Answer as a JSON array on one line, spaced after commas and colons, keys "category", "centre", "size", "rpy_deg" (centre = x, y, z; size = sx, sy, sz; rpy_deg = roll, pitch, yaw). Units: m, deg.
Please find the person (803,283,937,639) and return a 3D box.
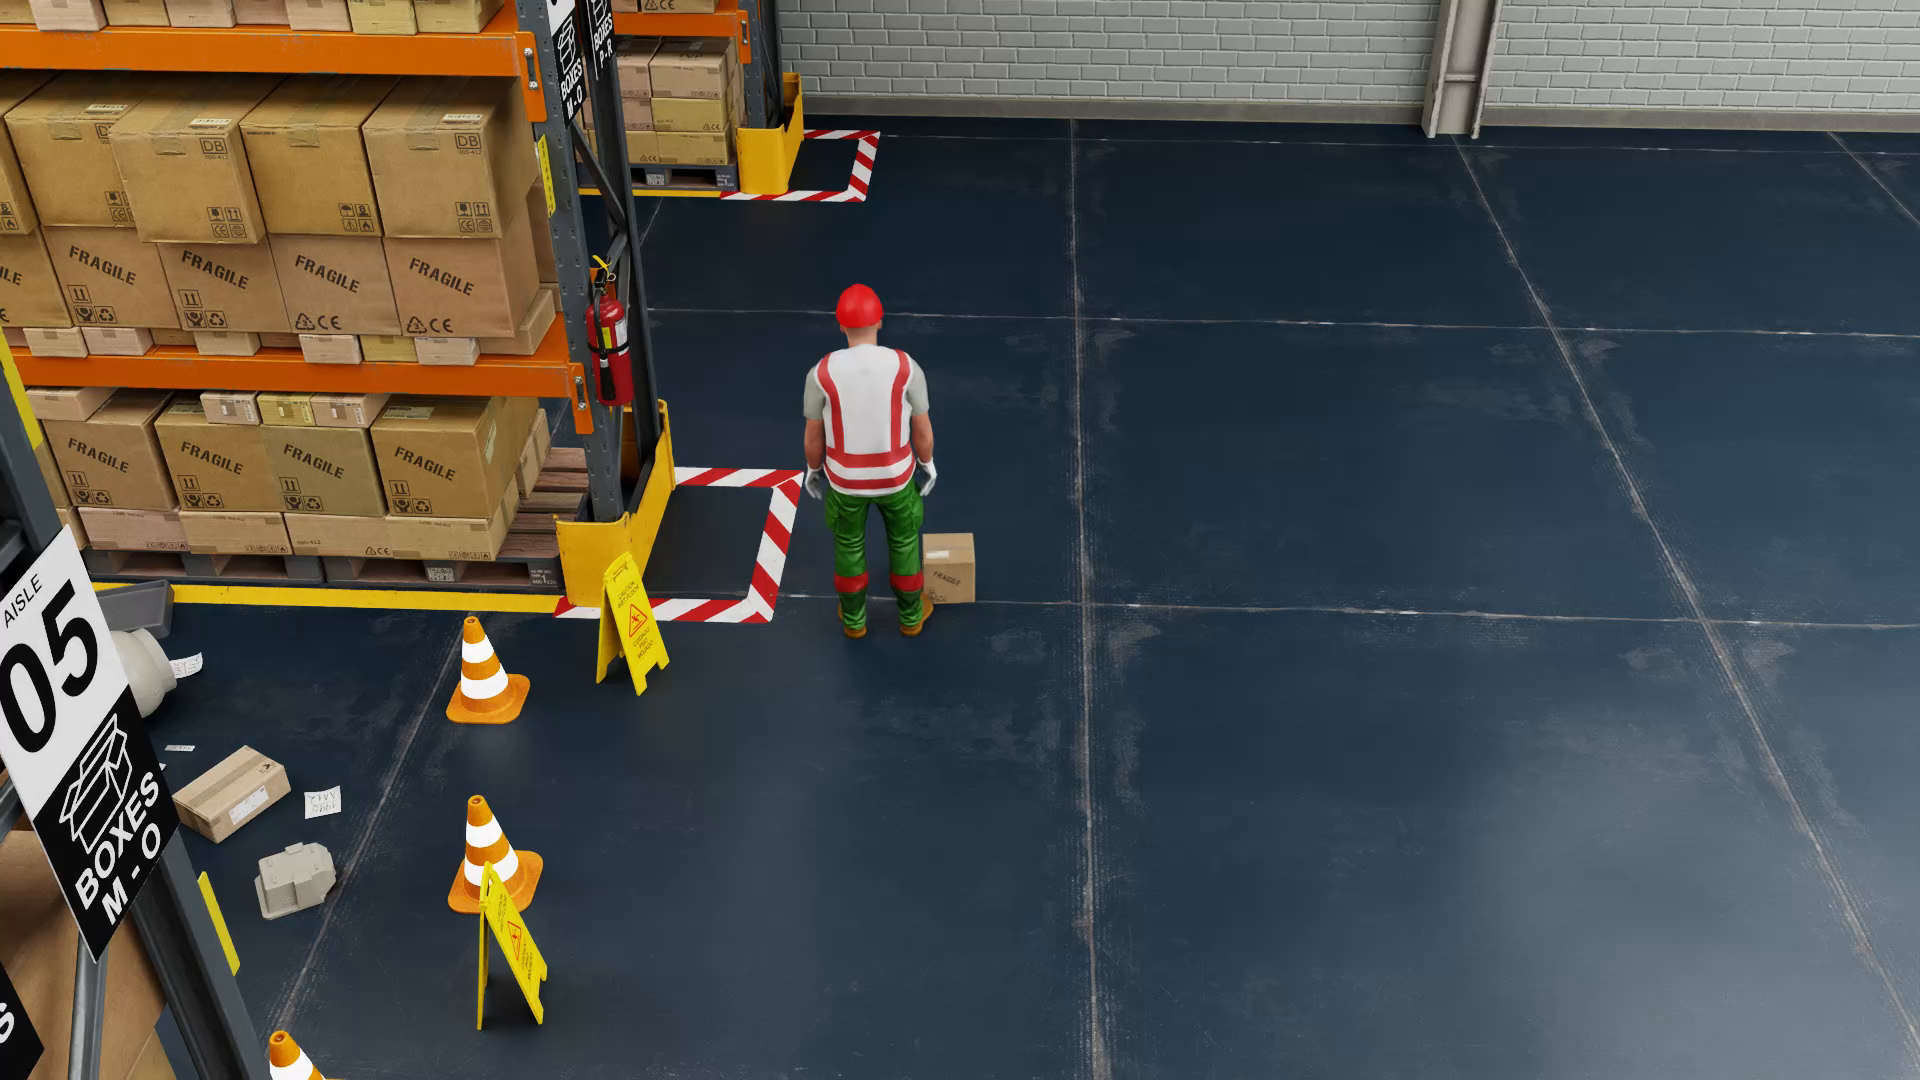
[{"category": "person", "centre": [-0.406, -0.320, 7.557], "size": [0.601, 1.777, 0.452], "rpy_deg": [-2, 35, -2]}]
